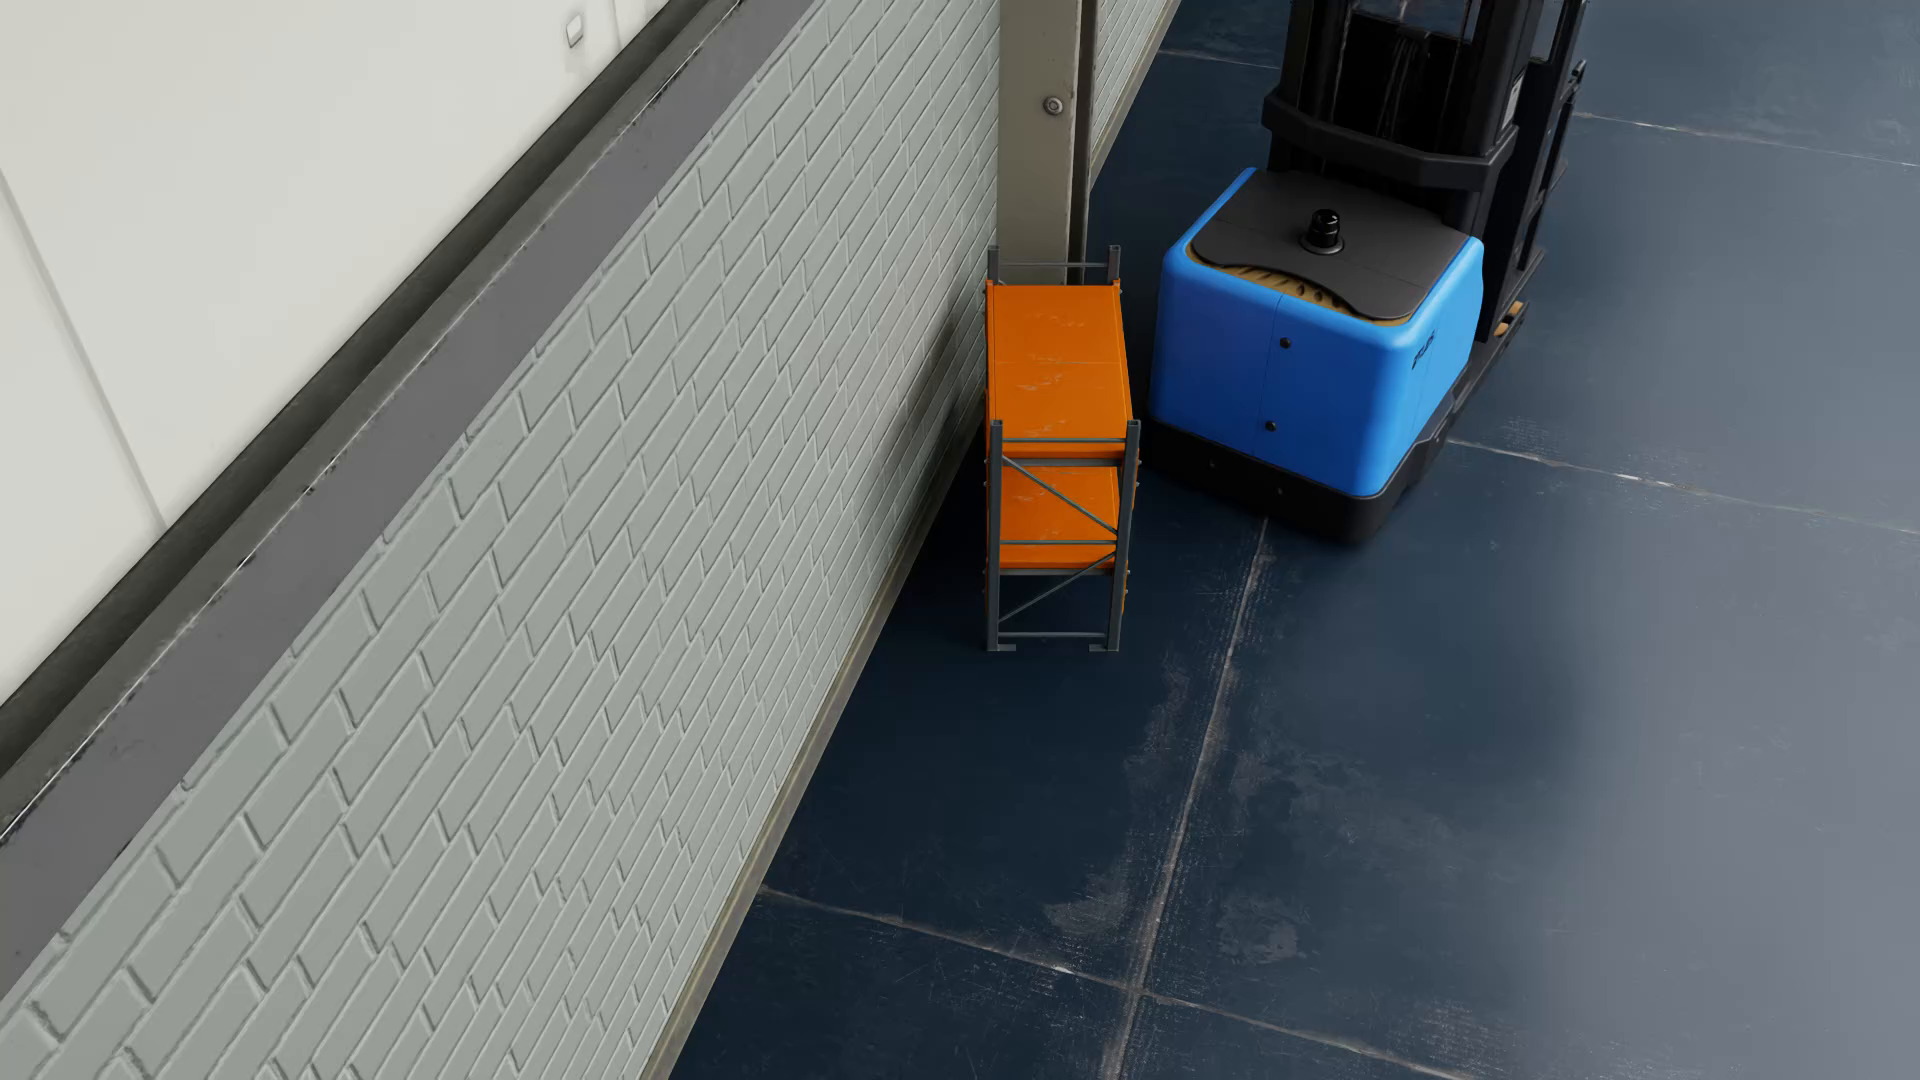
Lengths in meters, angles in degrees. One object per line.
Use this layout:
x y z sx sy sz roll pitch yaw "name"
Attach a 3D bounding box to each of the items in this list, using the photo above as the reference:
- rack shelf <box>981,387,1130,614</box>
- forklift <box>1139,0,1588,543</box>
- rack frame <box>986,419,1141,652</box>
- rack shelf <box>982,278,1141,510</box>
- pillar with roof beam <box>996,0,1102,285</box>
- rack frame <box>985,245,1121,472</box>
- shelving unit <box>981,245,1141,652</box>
0.353 -0.170 6.469 0.538 0.278 1.000 0 44 0 "rack shelf"
1.974 -2.045 6.744 1.130 2.935 3.031 24 49 23 "forklift"
0.351 0.011 5.935 0.500 1.125 0.032 0 44 0 "rack frame"
0.353 -0.554 6.093 0.538 0.278 1.000 0 44 0 "rack shelf"
4.452 -3.122 3.506 9.100 9.000 0.400 13 46 13 "pillar with roof beam"
0.354 -0.700 6.661 0.500 1.125 0.032 0 44 0 "rack frame"
0.353 -0.345 6.298 0.538 1.125 1.048 0 44 0 "shelving unit"
